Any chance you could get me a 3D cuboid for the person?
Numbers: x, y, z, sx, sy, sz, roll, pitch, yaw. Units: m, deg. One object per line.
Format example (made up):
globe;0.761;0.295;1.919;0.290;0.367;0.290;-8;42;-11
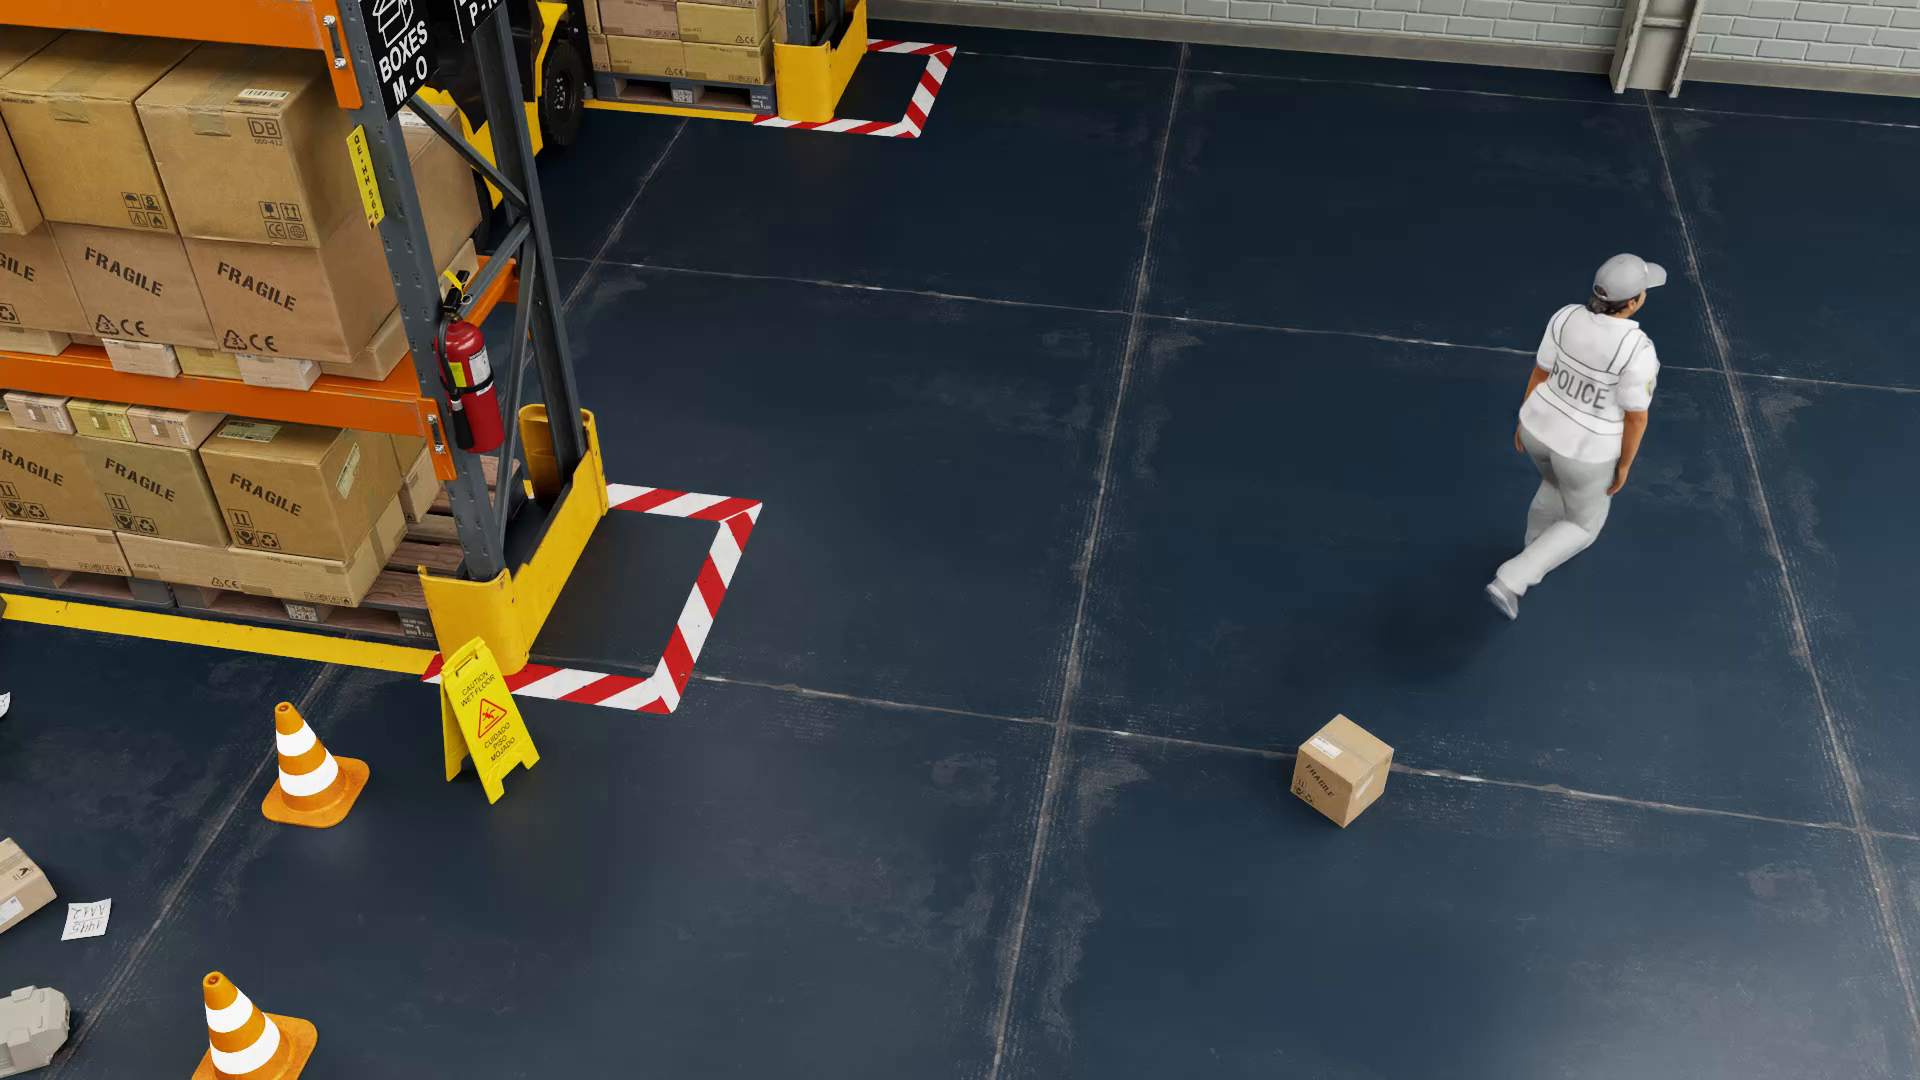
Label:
person;2.418;-0.396;6.595;0.790;1.626;0.501;-24;46;-25
